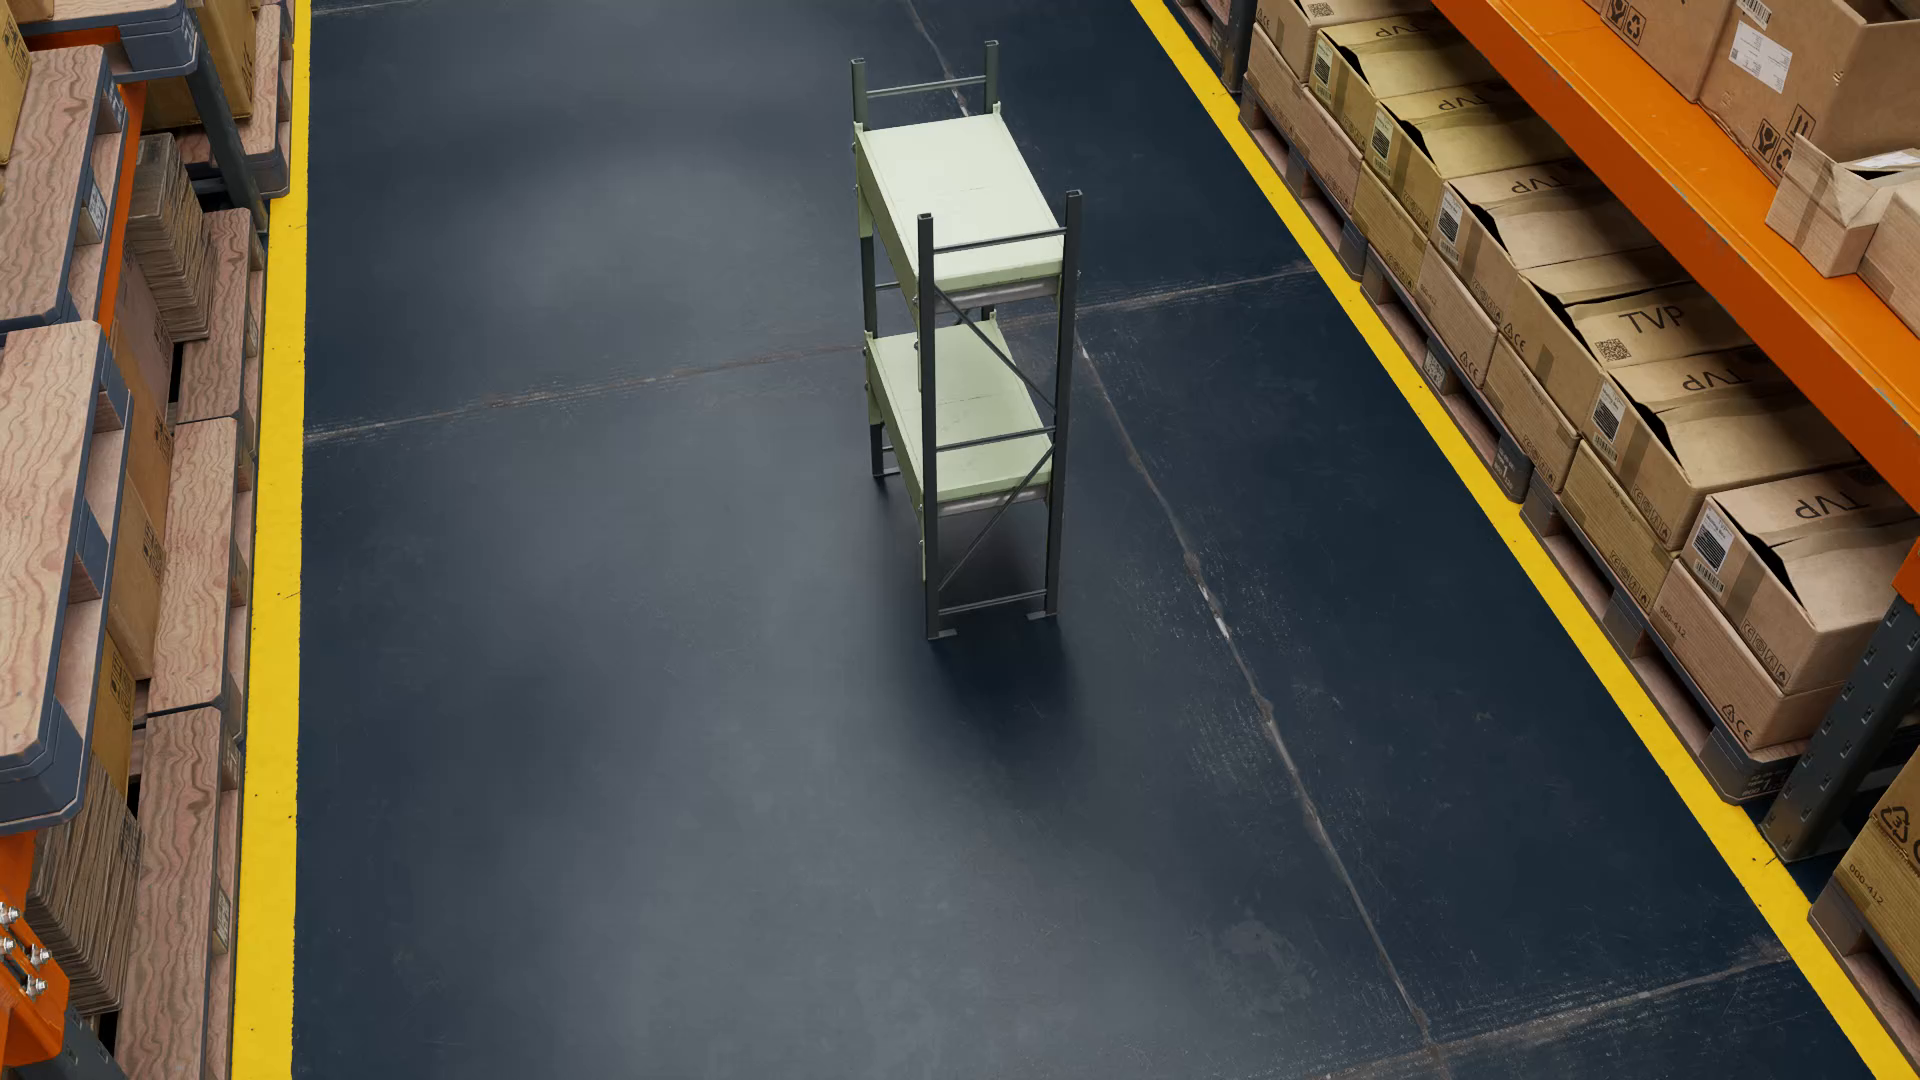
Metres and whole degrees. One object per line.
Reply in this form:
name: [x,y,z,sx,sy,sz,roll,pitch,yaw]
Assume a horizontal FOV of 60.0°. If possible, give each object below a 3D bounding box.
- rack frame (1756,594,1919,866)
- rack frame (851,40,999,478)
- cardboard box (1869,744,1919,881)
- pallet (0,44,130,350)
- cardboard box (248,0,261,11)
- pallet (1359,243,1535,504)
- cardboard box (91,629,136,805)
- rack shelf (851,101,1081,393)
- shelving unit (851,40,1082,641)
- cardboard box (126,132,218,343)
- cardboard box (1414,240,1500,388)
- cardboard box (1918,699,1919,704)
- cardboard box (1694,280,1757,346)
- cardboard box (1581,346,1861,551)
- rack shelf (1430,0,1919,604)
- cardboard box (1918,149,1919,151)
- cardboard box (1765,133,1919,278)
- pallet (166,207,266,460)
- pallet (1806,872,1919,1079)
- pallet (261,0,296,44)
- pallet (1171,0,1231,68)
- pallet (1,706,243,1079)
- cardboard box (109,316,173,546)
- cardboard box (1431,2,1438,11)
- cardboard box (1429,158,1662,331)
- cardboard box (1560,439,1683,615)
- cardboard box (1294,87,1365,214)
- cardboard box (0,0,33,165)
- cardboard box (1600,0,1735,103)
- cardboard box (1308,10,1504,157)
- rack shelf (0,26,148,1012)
rack frame: [2.649,-0.321,3.465,1.000,3.000,0.127,-11,47,-10]
rack frame: [-0.092,-0.773,4.957,0.400,1.500,0.023,-11,47,-10]
cardboard box: [2.465,0.609,3.659,0.500,0.500,0.500,-11,47,-10]
pallet: [-2.617,-0.748,4.017,1.003,0.211,1.213,-11,47,-10]
cardboard box: [-3.442,-2.707,7.014,0.750,0.750,0.750,-11,47,-11]
pallet: [2.106,-0.691,5.779,1.003,0.211,1.213,-11,47,-10]
cardboard box: [-2.524,0.455,4.146,0.700,0.500,0.500,-12,47,-11]
rack shelf: [0.002,-0.793,4.431,0.431,0.370,0.720,-11,47,-10]
shelving unit: [0.002,-0.520,4.710,0.431,1.500,0.755,-11,47,-10]
cardboard box: [-2.928,-0.966,5.539,0.700,0.500,0.500,-10,46,-10]
cardboard box: [1.874,-0.793,5.559,0.500,0.250,0.500,-10,46,-10]
cardboard box: [2.785,0.170,4.614,0.500,0.250,0.500,-12,47,-11]
cardboard box: [2.527,-0.737,5.110,0.500,0.311,0.500,-12,47,-12]
cardboard box: [2.129,-0.287,4.670,0.500,0.311,0.500,-10,46,-9]
rack shelf: [2.137,-1.450,5.075,1.077,0.370,4.000,-11,47,-10]
cardboard box: [2.619,-0.883,4.191,0.380,0.149,0.250,-11,47,-10]
cardboard box: [2.246,-0.848,4.075,0.396,0.266,0.258,-12,47,-11]
pallet: [-2.964,-0.659,5.748,1.003,0.211,1.213,-11,47,-10]
pallet: [2.812,1.211,3.915,1.003,0.211,1.213,-11,47,-10]
pallet: [-3.601,-2.597,7.648,1.003,0.211,1.213,-11,47,-10]
pallet: [1.470,-2.629,7.679,1.003,0.211,1.213,-11,47,-10]
pallet: [-2.340,1.026,4.097,1.003,0.211,1.213,-11,47,-10]
cardboard box: [-2.754,-0.251,4.838,0.700,0.500,0.500,-11,47,-11]
cardboard box: [1.997,-2.147,6.493,0.500,0.311,0.500,-10,46,-9]
cardboard box: [1.878,-0.980,5.349,0.500,0.311,0.500,-11,47,-11]
cardboard box: [2.135,-0.089,4.868,0.500,0.250,0.500,-11,47,-11]
cardboard box: [1.604,-1.505,6.256,0.500,0.250,0.500,-12,47,-11]
cardboard box: [-2.693,-1.185,3.933,0.700,0.500,0.500,-11,47,-10]
cardboard box: [2.205,-1.599,4.647,0.500,0.500,0.500,-11,47,-10]
cardboard box: [1.617,-1.687,6.042,0.500,0.311,0.500,-12,47,-11]
rack shelf: [-2.651,-0.542,4.185,1.077,0.370,4.000,-11,47,-10]
